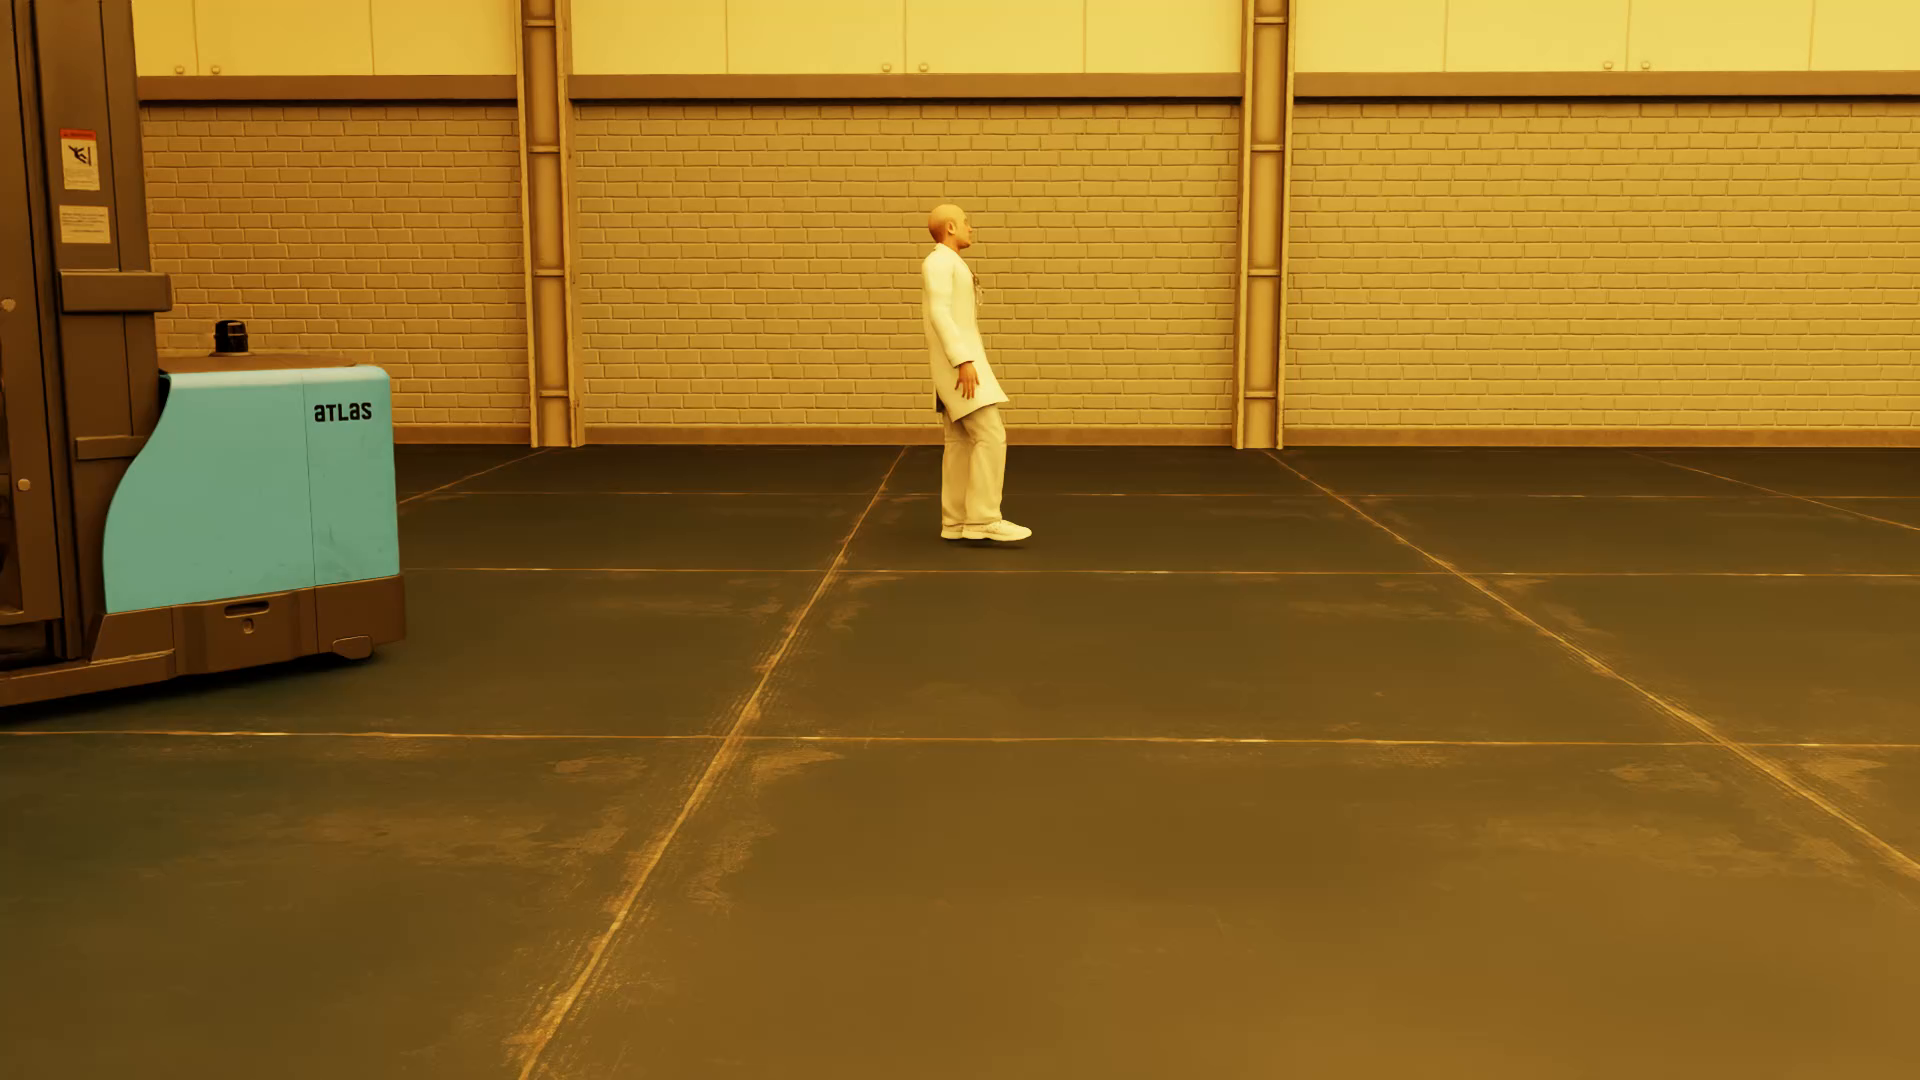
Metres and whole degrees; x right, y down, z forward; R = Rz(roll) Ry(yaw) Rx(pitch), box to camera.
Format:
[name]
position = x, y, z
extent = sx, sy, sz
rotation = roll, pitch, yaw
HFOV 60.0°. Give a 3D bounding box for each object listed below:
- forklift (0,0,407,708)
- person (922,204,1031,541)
[forklift]
position = -3.438, -0.907, 5.230
extent = 1.130, 2.935, 3.031
rotation = 8, 12, 44
[person]
position = 0.092, -0.885, 8.861
extent = 0.579, 1.778, 0.698
rotation = 0, 9, 1
